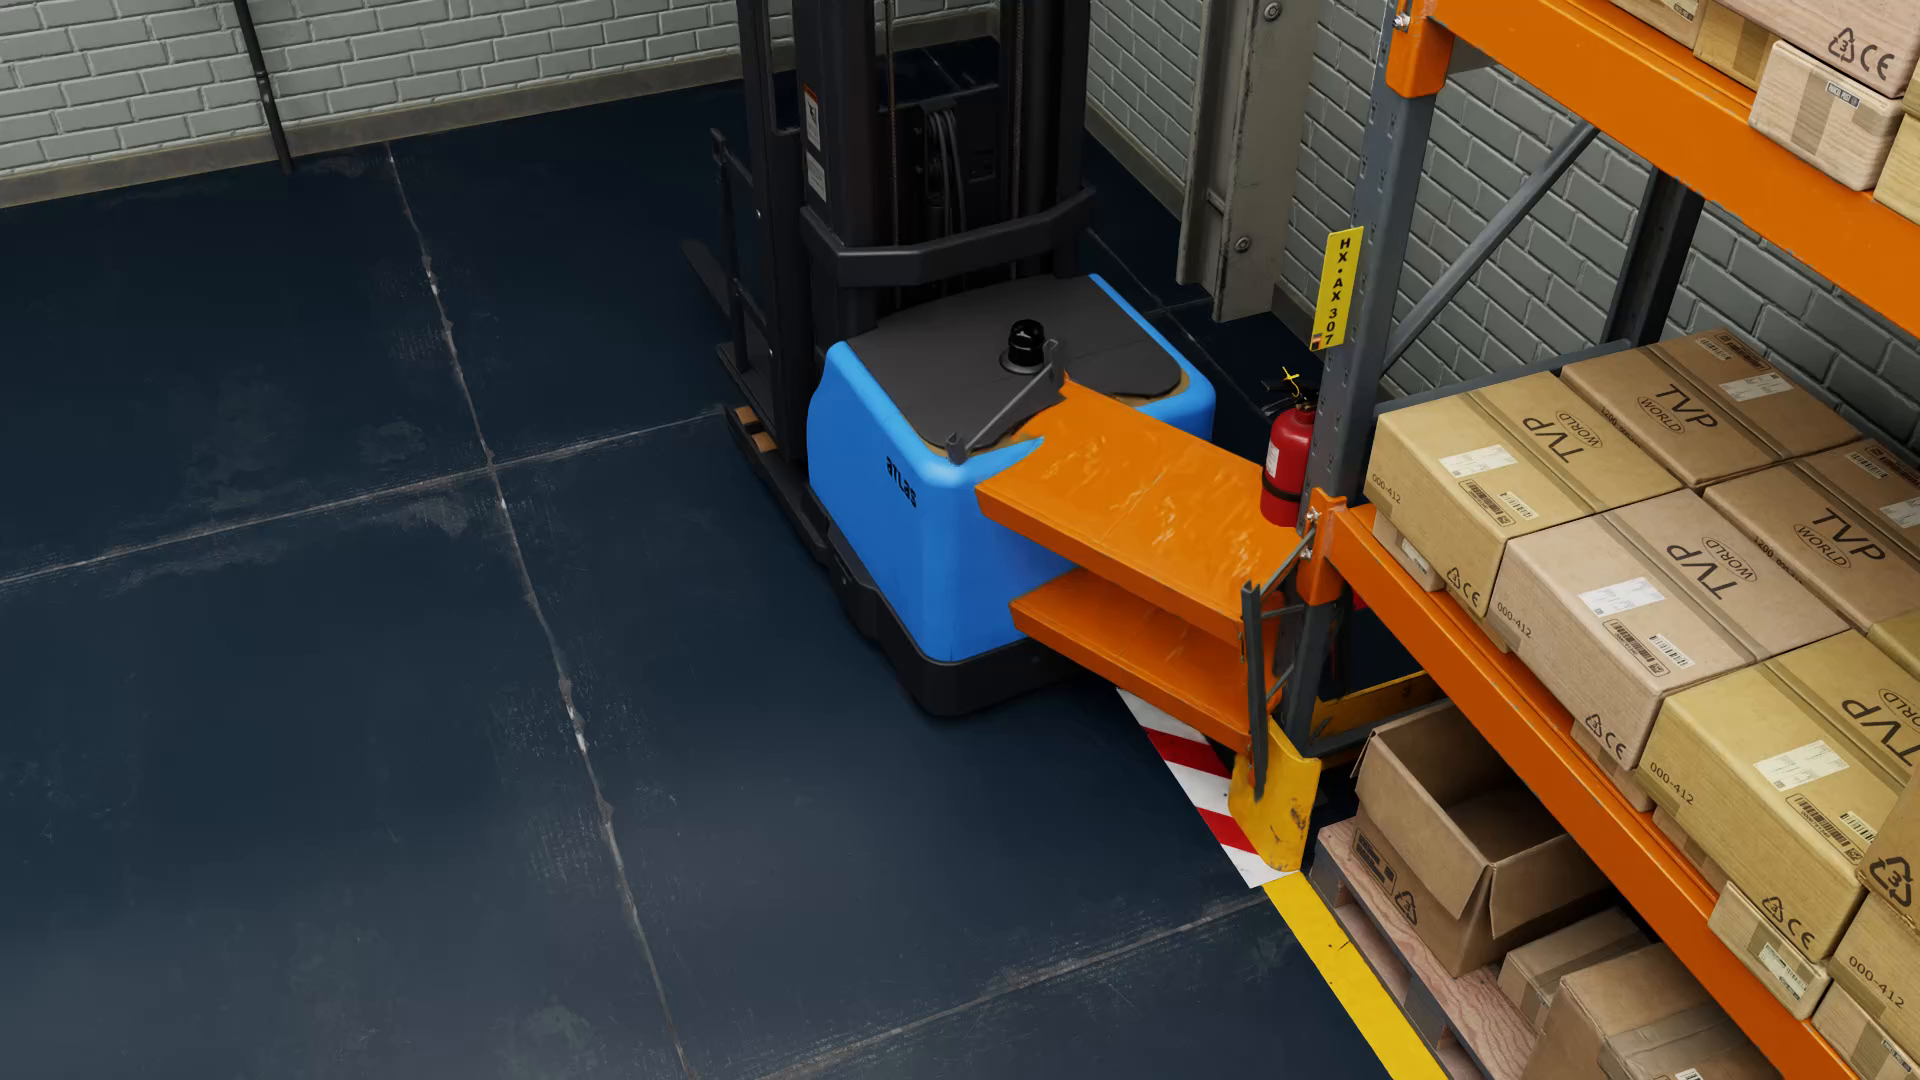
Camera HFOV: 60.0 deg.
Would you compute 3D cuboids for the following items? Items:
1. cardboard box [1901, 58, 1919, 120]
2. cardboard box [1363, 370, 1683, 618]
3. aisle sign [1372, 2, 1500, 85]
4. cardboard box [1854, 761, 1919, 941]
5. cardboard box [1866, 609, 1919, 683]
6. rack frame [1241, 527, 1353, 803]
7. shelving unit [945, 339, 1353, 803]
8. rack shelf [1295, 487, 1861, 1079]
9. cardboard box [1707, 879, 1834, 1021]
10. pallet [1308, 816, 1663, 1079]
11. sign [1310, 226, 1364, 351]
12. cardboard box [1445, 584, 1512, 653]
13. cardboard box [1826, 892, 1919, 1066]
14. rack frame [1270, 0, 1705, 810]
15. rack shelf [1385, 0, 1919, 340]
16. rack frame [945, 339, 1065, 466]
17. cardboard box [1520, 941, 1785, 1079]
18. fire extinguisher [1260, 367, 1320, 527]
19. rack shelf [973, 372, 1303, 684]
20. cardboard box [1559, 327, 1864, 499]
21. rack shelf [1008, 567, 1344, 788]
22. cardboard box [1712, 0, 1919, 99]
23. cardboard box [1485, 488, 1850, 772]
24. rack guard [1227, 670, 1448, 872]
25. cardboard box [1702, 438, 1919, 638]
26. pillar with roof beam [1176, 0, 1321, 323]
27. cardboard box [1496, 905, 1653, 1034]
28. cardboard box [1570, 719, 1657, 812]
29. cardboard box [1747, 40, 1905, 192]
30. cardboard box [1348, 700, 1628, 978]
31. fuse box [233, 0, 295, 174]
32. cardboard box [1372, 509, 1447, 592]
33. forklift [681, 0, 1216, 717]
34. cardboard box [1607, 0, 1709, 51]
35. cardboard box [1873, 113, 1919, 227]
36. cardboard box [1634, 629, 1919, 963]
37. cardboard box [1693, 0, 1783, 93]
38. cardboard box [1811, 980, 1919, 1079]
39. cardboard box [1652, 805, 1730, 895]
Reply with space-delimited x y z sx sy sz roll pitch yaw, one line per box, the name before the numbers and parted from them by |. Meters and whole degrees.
cardboard box | 1.720 -0.651 2.293 0.500 0.250 0.500 -16 43 -18
cardboard box | 1.329 -0.121 3.977 0.500 0.250 0.500 -15 43 -17
aisle sign | 1.107 -1.359 3.536 0.394 0.787 0.004 -15 43 -17
cardboard box | 1.904 0.498 2.682 0.500 0.500 0.500 -14 43 -16
cardboard box | 2.207 0.360 3.418 0.500 0.250 0.500 -14 43 -16
rack frame | 0.986 0.334 4.792 0.032 1.125 0.500 28 61 31
shelving unit | 0.604 0.129 5.056 1.048 1.125 0.538 28 61 31
rack shelf | 2.170 1.072 3.255 1.077 0.370 4.000 -15 43 -17
cardboard box | 1.724 0.744 3.276 0.380 0.149 0.250 -16 43 -18
pallet | 1.740 1.178 4.719 1.003 0.211 1.213 -15 43 -17
sign | 0.903 -0.598 3.981 0.100 0.325 0.005 -15 43 -17
cardboard box | 1.417 0.098 4.028 0.380 0.149 0.250 -14 43 -16
cardboard box | 1.935 0.790 2.918 0.500 0.250 0.500 -16 43 -18
rack frame | 1.405 -0.406 4.421 1.000 3.000 0.127 -15 43 -17
rack shelf | 2.170 -0.065 2.277 1.077 0.370 4.000 -15 43 -17
rack frame | 0.221 -0.076 5.321 0.032 1.125 0.500 28 61 31
cardboard box | 1.842 1.300 4.033 0.700 0.500 0.500 -13 42 -15
fire extinguisher | 0.921 -0.208 4.537 0.296 0.674 0.183 -15 43 -17
rack shelf | 0.555 -0.060 4.839 1.000 0.278 0.538 28 61 31
cardboard box | 1.826 -0.251 4.128 0.500 0.250 0.500 -14 43 -16
rack shelf | 0.645 0.287 5.238 1.000 0.278 0.538 28 61 31
cardboard box | 1.535 -0.962 2.655 0.500 0.250 0.500 -14 43 -16
cardboard box | 1.523 0.183 3.624 0.500 0.250 0.500 -15 43 -16
rack guard | 1.434 0.588 5.183 1.175 0.500 0.348 -15 43 -17
cardboard box | 2.022 0.060 3.766 0.500 0.250 0.500 -15 43 -17
pillar with roof beam | -2.772 -3.455 3.367 9.100 9.000 0.400 -15 43 -17
cardboard box | 1.678 1.174 4.449 0.380 0.149 0.250 -17 43 -19
cardboard box | 1.590 0.415 3.660 0.380 0.149 0.250 -14 43 -16
cardboard box | 1.519 -0.712 2.669 0.380 0.149 0.250 -14 43 -16
cardboard box | 1.551 0.774 4.642 0.797 0.503 0.637 -17 43 -19
fuse box | -3.362 -2.504 7.849 0.539 1.711 0.414 -15 43 -17
cardboard box | 1.277 -0.044 4.193 0.380 0.149 0.250 -15 43 -17
forklift | -0.284 -1.489 5.733 1.130 2.935 3.031 -18 44 -20
cardboard box | 1.436 -1.046 3.058 0.380 0.149 0.250 -14 43 -16
cardboard box | 1.626 -0.556 2.488 0.380 0.149 0.250 -15 43 -17
cardboard box | 1.720 0.487 3.270 0.500 0.250 0.500 -16 43 -18
cardboard box | 1.519 -0.888 2.874 0.380 0.149 0.250 -15 43 -17
cardboard box | 1.844 0.898 3.098 0.380 0.149 0.250 -14 43 -16
cardboard box | 1.697 0.573 3.475 0.380 0.149 0.250 -14 43 -16
